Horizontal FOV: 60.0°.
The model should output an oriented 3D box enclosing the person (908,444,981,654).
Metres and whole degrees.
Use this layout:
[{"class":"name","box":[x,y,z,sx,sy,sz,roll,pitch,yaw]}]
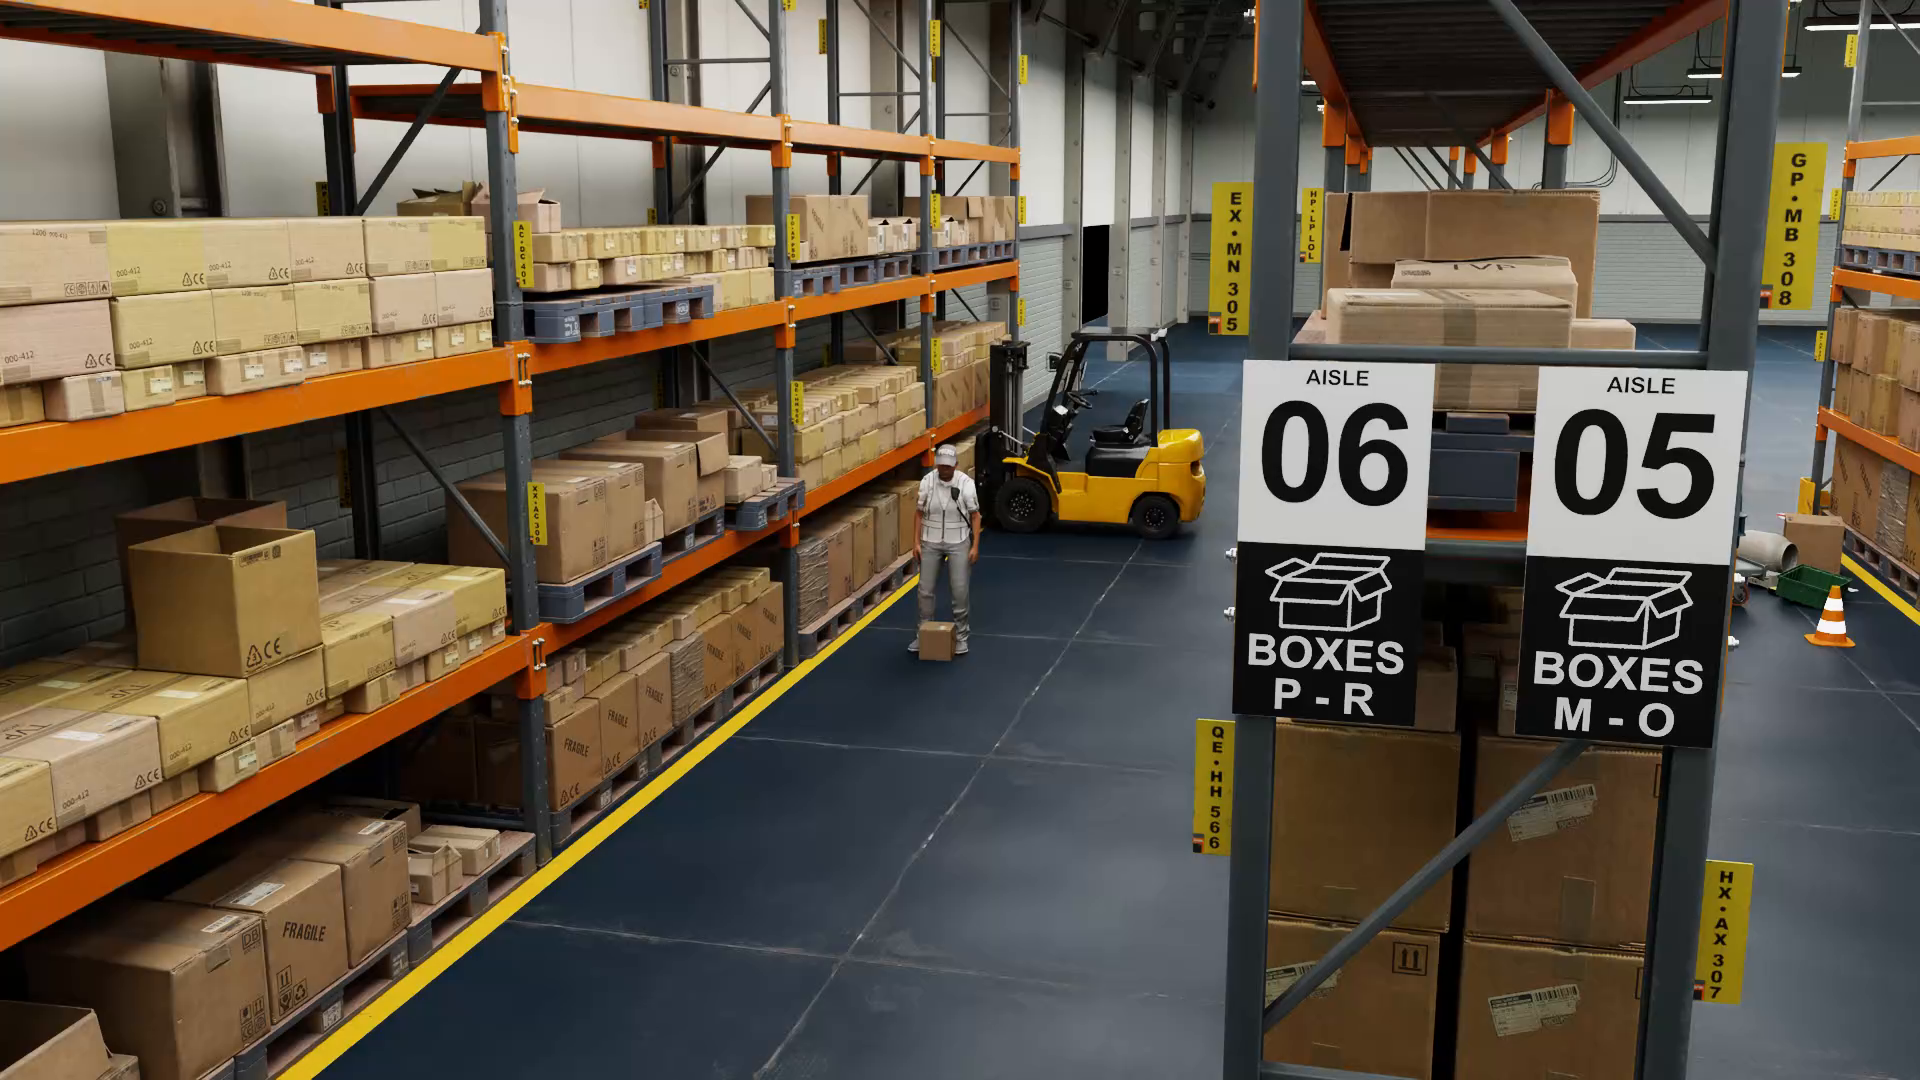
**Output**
[{"class":"person","box":[-0.124,0.060,13.139,0.564,1.667,0.464,2,12,11]}]
